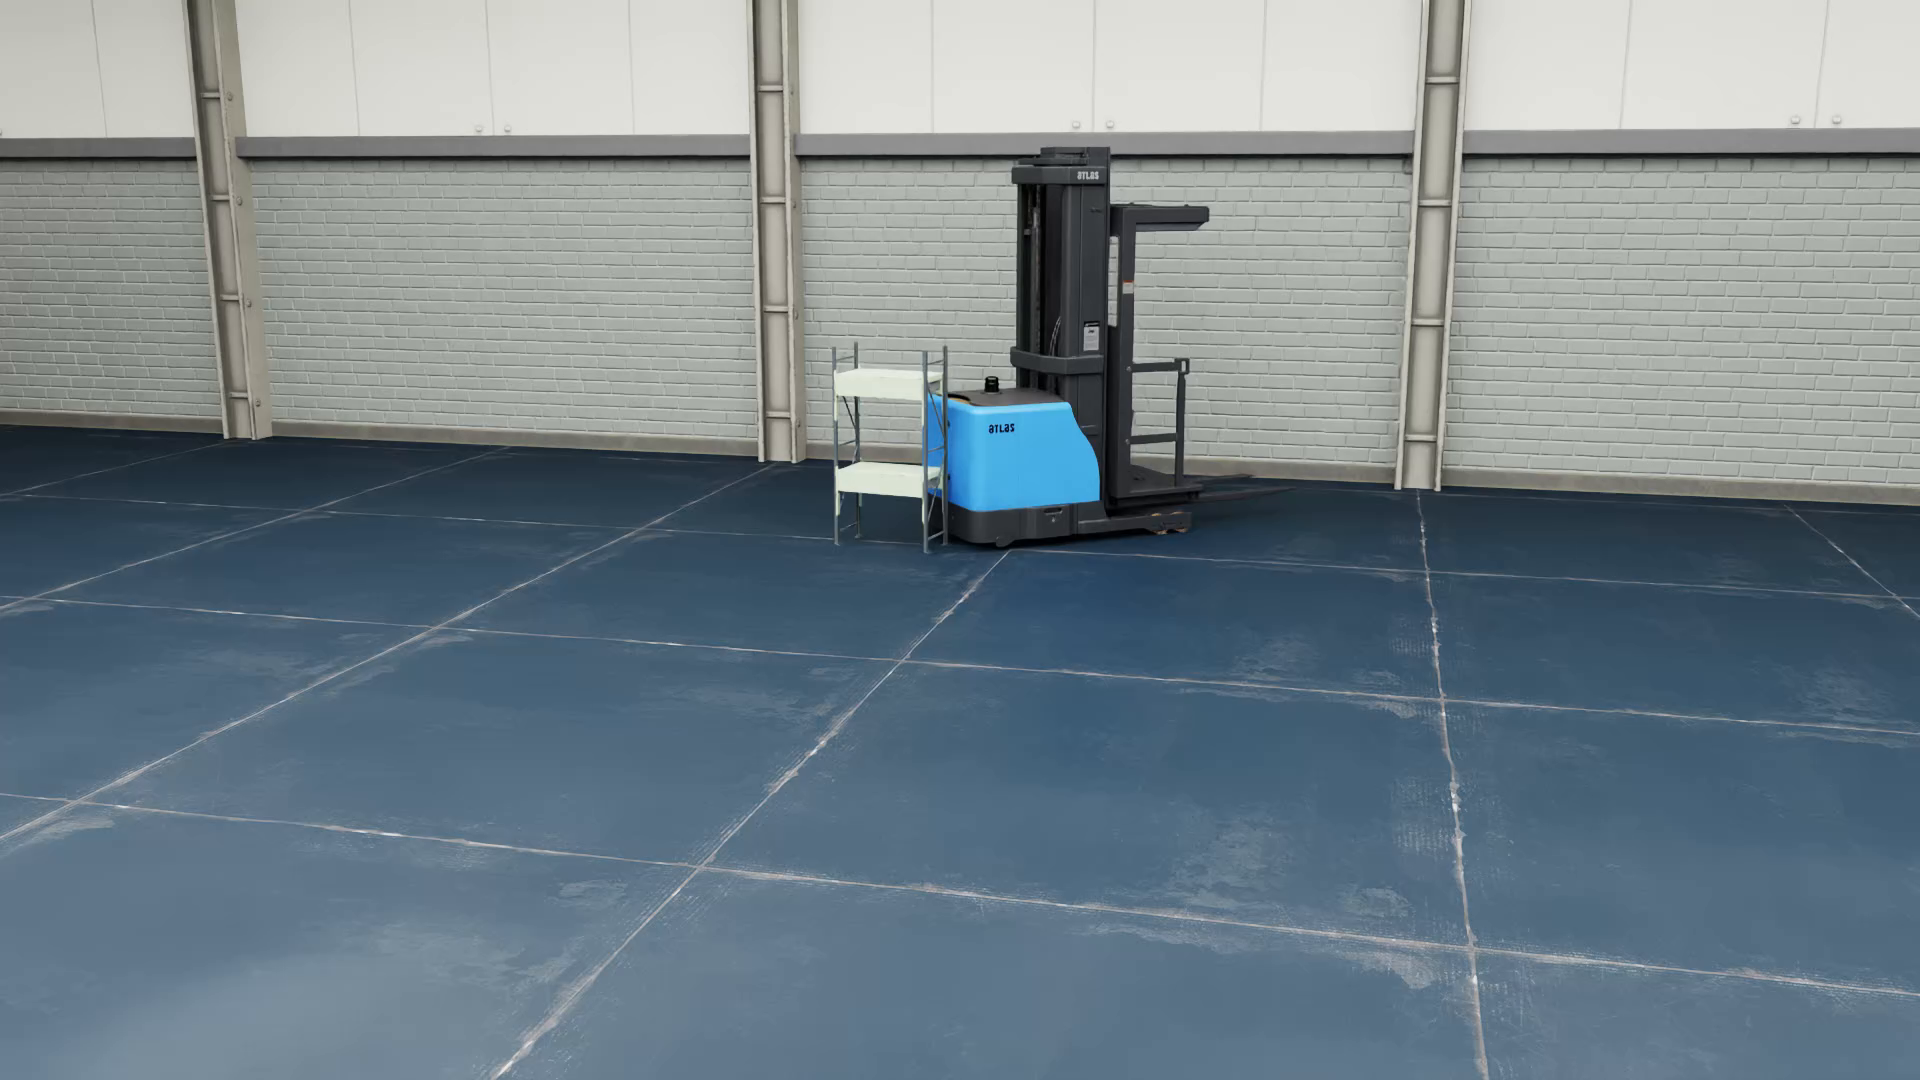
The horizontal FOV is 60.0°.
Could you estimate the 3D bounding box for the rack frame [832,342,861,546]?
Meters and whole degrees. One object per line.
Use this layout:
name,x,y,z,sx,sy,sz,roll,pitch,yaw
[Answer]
rack frame,-0.855,-0.726,12.545,0.023,1.500,0.400,5,14,22

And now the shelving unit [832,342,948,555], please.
shelving unit,-0.518,-0.695,12.406,0.755,1.500,0.431,5,14,22

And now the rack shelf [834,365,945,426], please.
rack shelf,-0.518,-1.076,12.321,0.720,0.370,0.431,5,14,22

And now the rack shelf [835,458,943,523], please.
rack shelf,-0.518,-0.377,12.476,0.720,0.370,0.431,5,14,22

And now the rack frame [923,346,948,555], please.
rack frame,-0.181,-0.664,12.266,0.023,1.500,0.400,5,14,22

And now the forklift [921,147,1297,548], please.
forklift,1.253,-1.569,13.038,3.031,2.935,1.130,-6,14,-24

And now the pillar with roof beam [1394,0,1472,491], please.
pillar with roof beam,3.059,-3.963,9.821,0.400,9.000,9.100,3,13,14

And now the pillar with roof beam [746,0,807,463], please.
pillar with roof beam,-2.766,-4.275,11.225,0.400,9.000,9.100,3,13,14

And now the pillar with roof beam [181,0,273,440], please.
pillar with roof beam,-8.591,-4.586,12.628,0.400,9.000,9.100,3,13,14
